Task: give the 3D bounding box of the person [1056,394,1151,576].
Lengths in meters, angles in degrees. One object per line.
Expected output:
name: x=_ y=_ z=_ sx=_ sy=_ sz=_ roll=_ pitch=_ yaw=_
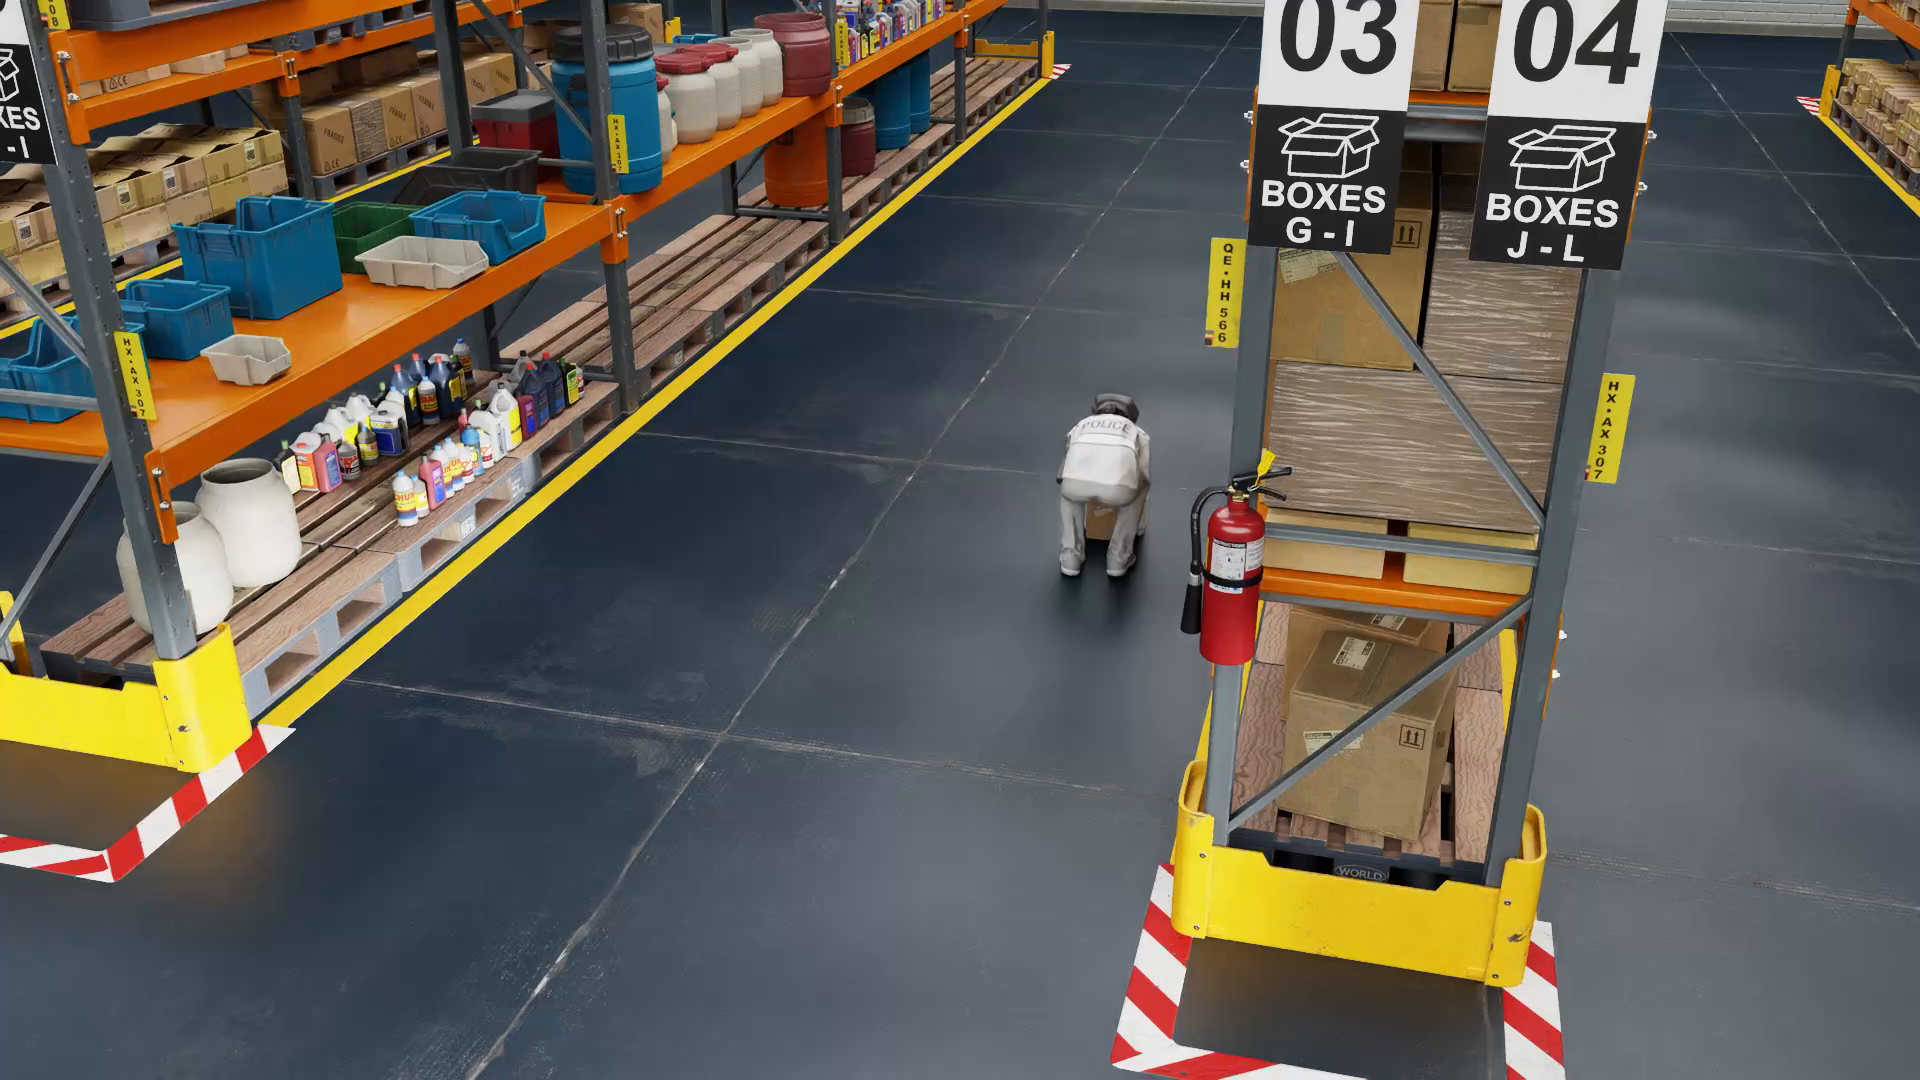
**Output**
person: x=0.711 y=-0.254 z=8.229 sx=0.453 sy=0.761 sz=0.914 roll=6 pitch=26 yaw=12
